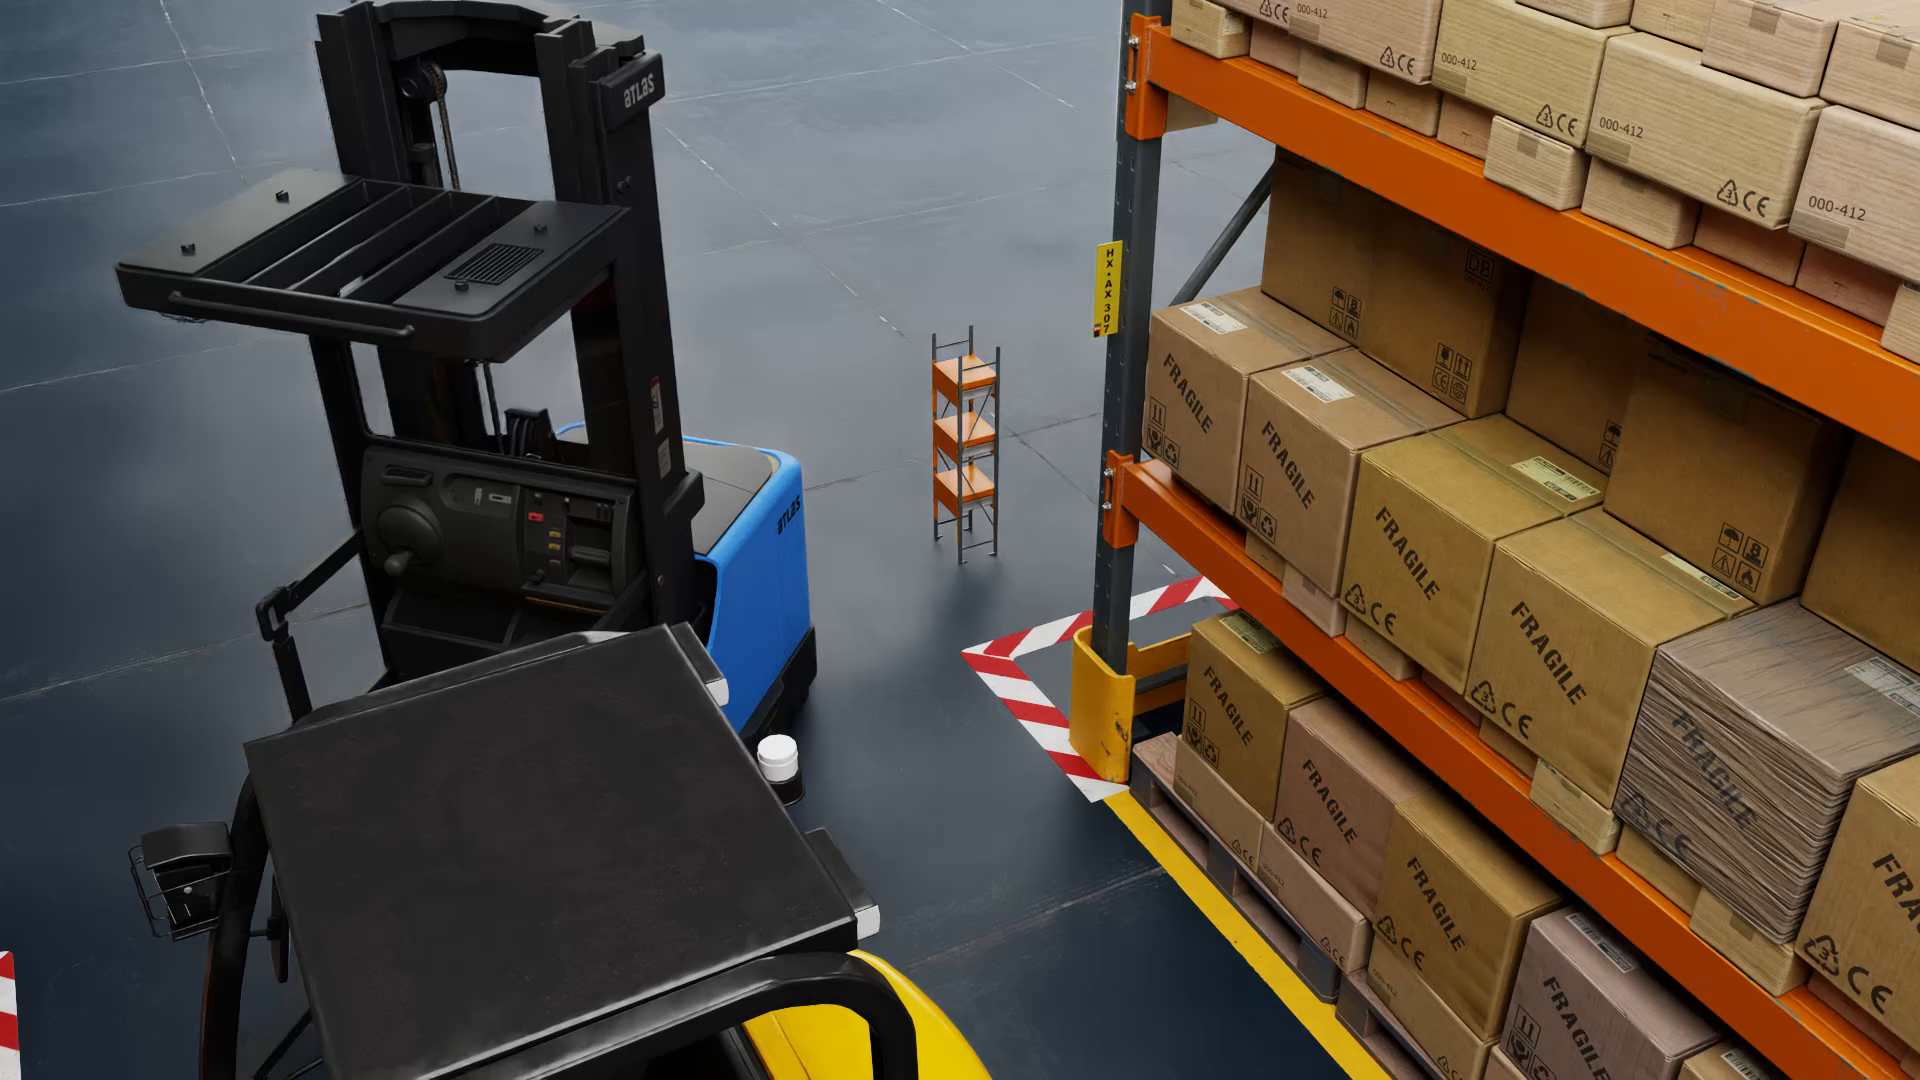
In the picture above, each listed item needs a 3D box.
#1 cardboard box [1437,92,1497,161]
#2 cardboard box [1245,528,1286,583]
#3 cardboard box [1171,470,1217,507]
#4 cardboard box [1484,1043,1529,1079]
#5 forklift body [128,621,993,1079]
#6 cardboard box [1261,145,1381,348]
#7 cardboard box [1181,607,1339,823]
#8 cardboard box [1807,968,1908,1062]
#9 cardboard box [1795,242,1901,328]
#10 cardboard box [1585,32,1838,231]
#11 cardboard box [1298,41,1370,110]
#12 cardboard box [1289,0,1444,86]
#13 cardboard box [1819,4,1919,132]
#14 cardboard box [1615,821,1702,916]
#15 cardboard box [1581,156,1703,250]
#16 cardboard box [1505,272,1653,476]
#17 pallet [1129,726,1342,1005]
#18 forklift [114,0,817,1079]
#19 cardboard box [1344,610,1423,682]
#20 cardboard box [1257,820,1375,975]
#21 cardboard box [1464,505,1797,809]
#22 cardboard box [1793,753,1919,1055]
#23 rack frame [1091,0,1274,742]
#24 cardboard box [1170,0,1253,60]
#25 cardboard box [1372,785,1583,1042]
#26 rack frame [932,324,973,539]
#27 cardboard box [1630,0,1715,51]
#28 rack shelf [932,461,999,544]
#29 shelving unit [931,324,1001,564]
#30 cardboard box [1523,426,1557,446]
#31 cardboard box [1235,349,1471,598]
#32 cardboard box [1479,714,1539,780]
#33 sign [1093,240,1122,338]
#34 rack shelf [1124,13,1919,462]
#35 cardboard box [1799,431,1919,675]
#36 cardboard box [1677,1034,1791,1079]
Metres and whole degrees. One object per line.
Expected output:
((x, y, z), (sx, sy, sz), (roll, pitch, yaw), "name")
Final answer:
((1.393, -1.035, 4.037), (0.380, 0.149, 0.250), (-17, 36, -25), "cardboard box")
((1.124, -0.009, 5.216), (0.380, 0.149, 0.250), (-17, 36, -25), "cardboard box")
((0.942, -0.273, 5.628), (0.380, 0.149, 0.250), (-16, 36, -23), "cardboard box")
((1.828, 1.587, 4.652), (0.500, 0.250, 0.500), (-15, 36, -22), "cardboard box")
((-0.925, 1.461, 3.476), (2.313, 2.155, 1.214), (-16, 36, -23), "forklift body")
((1.398, -0.992, 5.223), (0.700, 0.500, 0.500), (-17, 36, -24), "cardboard box")
((1.110, 0.538, 5.594), (0.500, 0.500, 0.500), (-17, 36, -25), "cardboard box")
((2.133, 0.961, 3.702), (0.380, 0.149, 0.250), (-16, 36, -24), "cardboard box")
((1.901, -0.555, 3.288), (0.380, 0.149, 0.250), (-15, 36, -22), "cardboard box")
((1.676, -0.879, 3.423), (0.500, 0.250, 0.500), (-15, 36, -22), "cardboard box")
((1.129, -1.272, 4.408), (0.380, 0.149, 0.250), (-15, 36, -22), "cardboard box")
((1.192, -1.368, 4.188), (0.500, 0.250, 0.500), (-16, 36, -24), "cardboard box")
((1.826, -0.876, 3.049), (0.380, 0.149, 0.250), (-15, 36, -23), "cardboard box")
((1.843, 0.731, 4.061), (0.380, 0.149, 0.250), (-17, 36, -24), "cardboard box")
((1.599, -0.779, 3.637), (0.380, 0.149, 0.250), (-17, 36, -24), "cardboard box")
((1.956, -0.531, 4.504), (0.700, 0.500, 0.500), (-16, 36, -24), "cardboard box")
((1.350, 1.014, 5.971), (1.003, 0.211, 1.213), (-16, 36, -23), "pallet")
((-1.511, 0.022, 4.999), (1.130, 2.935, 3.031), (10, 34, 15), "forklift")
((1.352, 0.239, 4.830), (0.380, 0.149, 0.250), (-15, 36, -22), "cardboard box")
((1.329, 1.088, 5.431), (0.500, 0.250, 0.500), (-15, 35, -21), "cardboard box")
((1.669, 0.265, 4.187), (0.500, 0.500, 0.500), (-17, 36, -24), "cardboard box")
((2.158, 0.755, 3.422), (0.500, 0.500, 0.500), (-15, 35, -22), "cardboard box")
((0.967, -0.593, 5.895), (1.000, 3.000, 0.127), (-16, 36, -23), "rack frame")
((0.834, -1.510, 4.779), (0.380, 0.149, 0.250), (-16, 36, -23), "cardboard box")
((1.584, 1.028, 4.829), (0.500, 0.500, 0.500), (-15, 36, -22), "cardboard box")
((-0.032, -0.475, 7.518), (0.200, 1.050, 0.008), (-16, 36, -23), "rack frame")
((1.634, -1.131, 3.448), (0.380, 0.149, 0.250), (-15, 36, -22), "cardboard box")
((0.025, -0.174, 7.583), (0.215, 0.259, 0.240), (-16, 36, -23), "rack shelf")
((0.025, -0.417, 7.427), (0.215, 1.050, 0.252), (-16, 36, -23), "shelving unit")
((1.923, -0.091, 4.743), (0.500, 0.500, 0.500), (-16, 36, -23), "cardboard box")
((1.186, -0.218, 4.941), (0.500, 0.500, 0.500), (-15, 35, -22), "cardboard box")
((1.625, 0.483, 4.448), (0.380, 0.149, 0.250), (-17, 36, -24), "cardboard box")
((0.487, -0.821, 5.448), (0.100, 0.325, 0.005), (-16, 36, -23), "sign")
((1.899, -0.599, 3.790), (1.077, 0.370, 4.000), (-16, 36, -23), "rack shelf")
((2.389, -0.033, 3.725), (0.700, 0.500, 0.500), (-17, 36, -24), "cardboard box")
((2.080, 1.524, 4.055), (0.500, 0.500, 0.500), (-15, 36, -22), "cardboard box")
